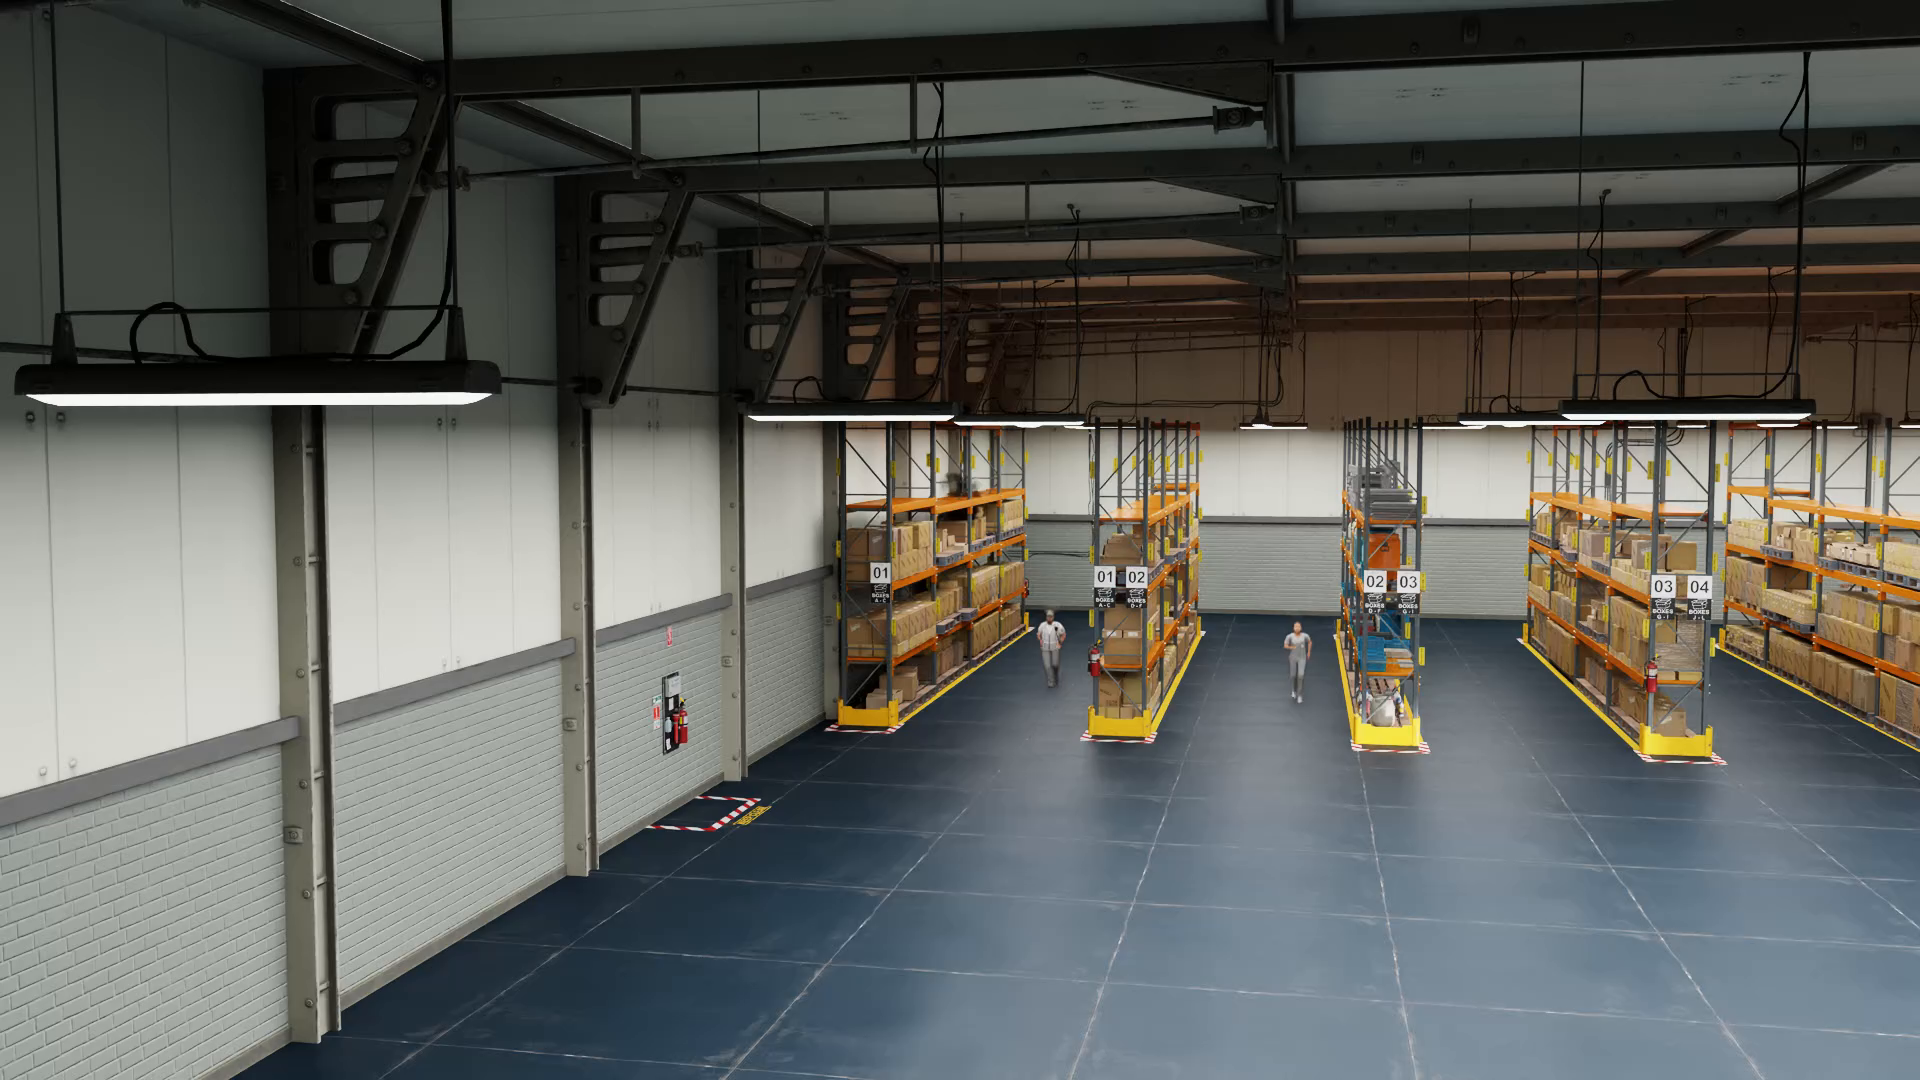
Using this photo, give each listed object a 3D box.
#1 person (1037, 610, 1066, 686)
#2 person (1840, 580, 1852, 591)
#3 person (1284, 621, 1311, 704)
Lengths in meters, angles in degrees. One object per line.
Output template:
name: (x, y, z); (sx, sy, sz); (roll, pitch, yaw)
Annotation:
person: (2.027, 2.429, 37.265); (0.638, 1.737, 0.586); (1, 4, 9)
person: (23.937, 1.924, 44.788); (0.888, 1.805, 0.665); (1, 4, 17)
person: (7.173, 2.578, 35.388); (0.566, 1.721, 0.831); (1, 4, 13)
